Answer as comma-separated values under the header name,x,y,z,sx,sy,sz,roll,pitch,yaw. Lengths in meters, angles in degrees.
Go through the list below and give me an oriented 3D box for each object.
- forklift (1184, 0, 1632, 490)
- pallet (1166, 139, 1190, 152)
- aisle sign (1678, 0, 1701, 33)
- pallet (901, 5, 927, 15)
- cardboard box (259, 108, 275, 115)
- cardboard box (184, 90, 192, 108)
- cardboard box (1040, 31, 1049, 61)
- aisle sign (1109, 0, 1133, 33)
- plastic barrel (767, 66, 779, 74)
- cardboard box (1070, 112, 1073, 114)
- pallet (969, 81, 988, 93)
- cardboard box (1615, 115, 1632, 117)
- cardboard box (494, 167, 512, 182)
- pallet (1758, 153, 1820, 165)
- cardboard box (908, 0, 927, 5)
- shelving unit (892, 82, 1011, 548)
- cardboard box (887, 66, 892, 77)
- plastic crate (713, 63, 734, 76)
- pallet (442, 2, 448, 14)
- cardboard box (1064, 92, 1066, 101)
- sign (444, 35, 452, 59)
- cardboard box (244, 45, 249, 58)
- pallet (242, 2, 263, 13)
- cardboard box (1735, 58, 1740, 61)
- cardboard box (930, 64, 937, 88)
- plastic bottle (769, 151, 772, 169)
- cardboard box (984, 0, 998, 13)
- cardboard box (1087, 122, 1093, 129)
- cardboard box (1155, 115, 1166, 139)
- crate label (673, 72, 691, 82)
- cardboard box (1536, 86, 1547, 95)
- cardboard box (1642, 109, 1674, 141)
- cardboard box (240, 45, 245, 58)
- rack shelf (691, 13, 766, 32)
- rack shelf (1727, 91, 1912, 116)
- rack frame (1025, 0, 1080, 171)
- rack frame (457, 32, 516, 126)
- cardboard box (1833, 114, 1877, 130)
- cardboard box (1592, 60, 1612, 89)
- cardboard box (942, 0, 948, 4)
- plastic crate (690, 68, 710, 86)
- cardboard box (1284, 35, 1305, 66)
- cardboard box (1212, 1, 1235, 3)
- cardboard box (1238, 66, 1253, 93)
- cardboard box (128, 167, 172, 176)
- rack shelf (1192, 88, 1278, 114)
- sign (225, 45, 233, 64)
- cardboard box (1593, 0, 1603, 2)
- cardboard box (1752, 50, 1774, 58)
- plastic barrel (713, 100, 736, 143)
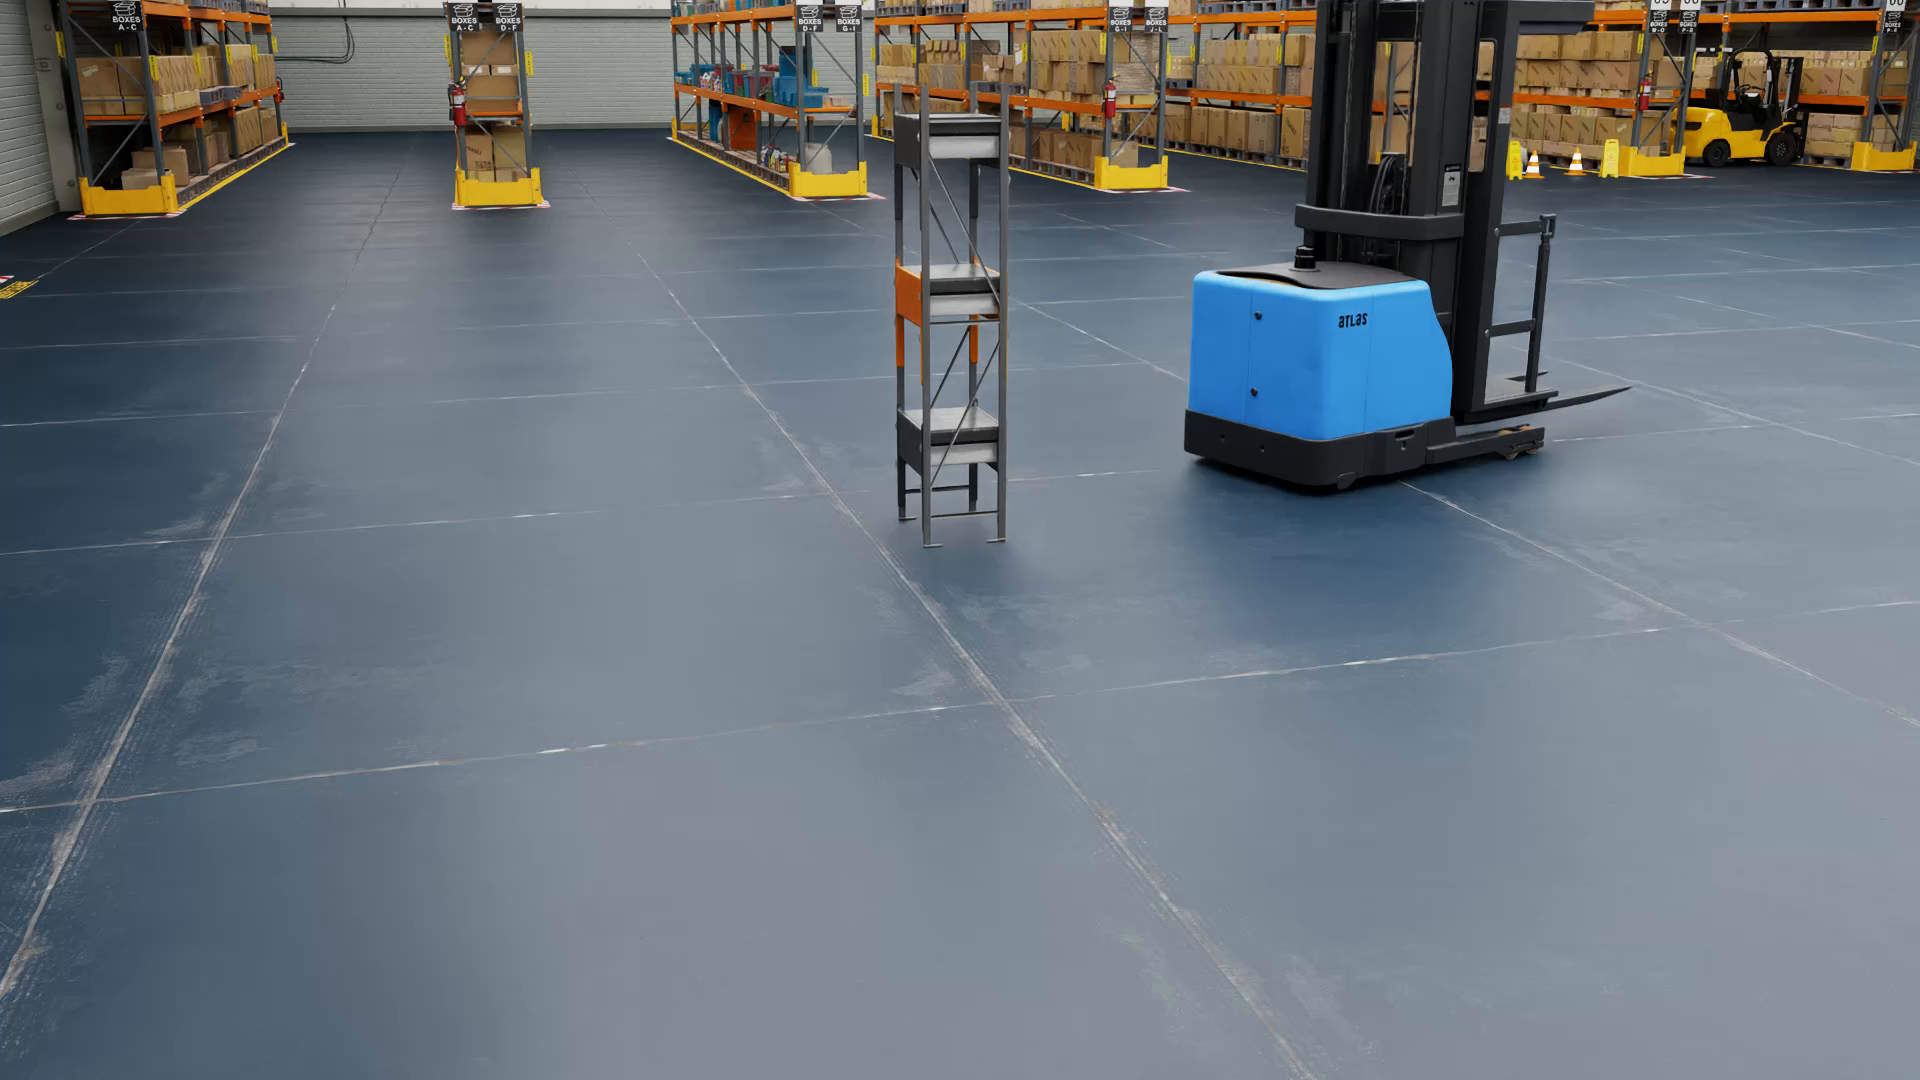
name,x,y,z,sx,sy,sz,roll,pitch,yaw
forklift,2.762,-1.977,9.438,3.031,2.935,1.130,-11,20,-33
pallet,5.178,-8.602,36.221,1.003,0.211,1.213,-5,17,-15
aisle sign,12.636,-9.180,28.780,0.394,0.787,0.004,-5,17,-15
pallet,-0.720,-12.084,37.908,1.003,0.211,1.213,-5,17,-15
cardboard box,-15.322,-9.432,36.625,0.380,0.149,0.250,-4,17,-14
cardboard box,-11.891,-6.630,25.035,0.500,0.250,0.500,-5,17,-16
cardboard box,1.712,-8.637,29.062,0.500,0.500,0.500,-5,17,-15
aisle sign,2.521,-8.348,26.011,0.394,0.787,0.004,-5,17,-15
plastic barrel,-3.322,-8.409,30.495,0.433,0.535,0.433,0,17,0
cardboard box,3.010,-10.883,42.159,0.380,0.149,0.250,-6,18,-18
pallet,0.892,-9.076,33.287,1.213,0.211,1.003,-5,17,-15
cardboard box,12.210,-7.567,30.674,0.500,0.500,0.500,-5,18,-17
cardboard box,-6.808,-5.550,25.264,0.500,0.250,0.500,-5,17,-15
pallet,16.511,-7.530,32.655,1.003,0.211,1.213,-5,17,-15
cardboard box,-0.778,-12.408,37.755,0.700,0.500,0.500,-6,18,-19
shelving unit,-0.045,-1.051,7.802,0.431,2.100,0.503,-5,17,-15
cardboard box,-1.448,-11.204,39.779,0.500,0.250,0.500,-5,18,-17
plastic crate,-5.272,-10.398,37.138,0.402,0.464,0.583,-5,17,-15
pallet,-9.631,-10.555,32.989,1.213,0.211,1.003,-5,17,-15
cardboard box,2.001,-7.567,28.367,0.380,0.149,0.250,-5,17,-15
sign,-7.259,-6.991,23.586,0.100,0.325,0.005,-5,17,-15
cardboard box,-14.287,-9.596,32.656,0.500,0.250,0.500,-4,17,-14
pallet,-15.339,-11.246,35.118,1.003,0.211,1.213,-5,17,-15
cardboard box,15.828,-9.677,33.652,0.380,0.149,0.250,-5,17,-16
cardboard box,-0.343,-10.087,36.143,0.500,0.500,0.500,-5,17,-17
plastic bottle,-3.189,-6.411,28.039,0.061,0.283,0.133,-4,17,-13
cardboard box,0.770,-10.288,32.034,0.500,0.250,0.500,-4,17,-14
cardboard box,3.365,-10.247,41.077,0.380,0.149,0.250,-6,18,-18
cardboard box,4.659,-9.175,36.898,0.500,0.500,0.500,-6,18,-18
crate label,-6.615,-11.032,39.652,0.416,0.233,0.303,-5,17,-15
cardboard box,11.256,-8.593,31.782,0.380,0.149,0.250,-4,17,-14
cardboard box,15.425,-9.058,36.289,0.875,0.625,0.625,-5,18,-18
cardboard box,-14.147,-9.455,32.186,0.500,0.250,0.500,-4,17,-14
rack shelf,-4.718,-10.610,34.098,1.077,0.370,4.000,-5,17,-15
rack shelf,16.543,-8.530,32.384,1.077,0.370,4.000,-5,17,-15
rack frame,1.693,-8.250,30.204,1.000,3.000,0.127,-5,17,-15
rack frame,-8.932,-8.575,31.284,1.000,3.000,0.127,-5,17,-15
cardboard box,16.666,-7.787,30.972,0.500,0.250,0.500,-4,17,-13
cardboard box,11.774,-8.385,29.961,0.500,0.500,0.500,-5,17,-15
cardboard box,0.012,-11.607,35.256,0.797,0.503,0.637,-5,17,-16
plastic crate,-5.724,-10.195,36.601,0.392,0.384,0.575,-5,17,-15
cardboard box,6.559,-9.099,30.891,0.875,0.550,0.550,-5,17,-15
cardboard box,5.490,-11.384,35.250,0.500,0.500,0.500,-5,17,-15
cardboard box,5.812,-9.065,32.743,0.500,0.500,0.500,-5,17,-15
cardboard box,-11.755,-5.248,24.119,0.500,0.311,0.500,-3,17,-11
rack shelf,5.941,-8.823,33.362,1.077,0.370,4.000,-5,17,-15
sign,-13.174,-8.744,29.973,0.100,0.325,0.005,-5,17,-15
cardboard box,11.637,-9.837,30.017,0.500,0.250,0.500,-4,17,-14
cardboard box,16.033,-9.682,33.151,0.380,0.149,0.250,-5,17,-16
plastic barrel,-4.940,-8.920,35.351,0.600,0.901,0.708,-5,17,-15
